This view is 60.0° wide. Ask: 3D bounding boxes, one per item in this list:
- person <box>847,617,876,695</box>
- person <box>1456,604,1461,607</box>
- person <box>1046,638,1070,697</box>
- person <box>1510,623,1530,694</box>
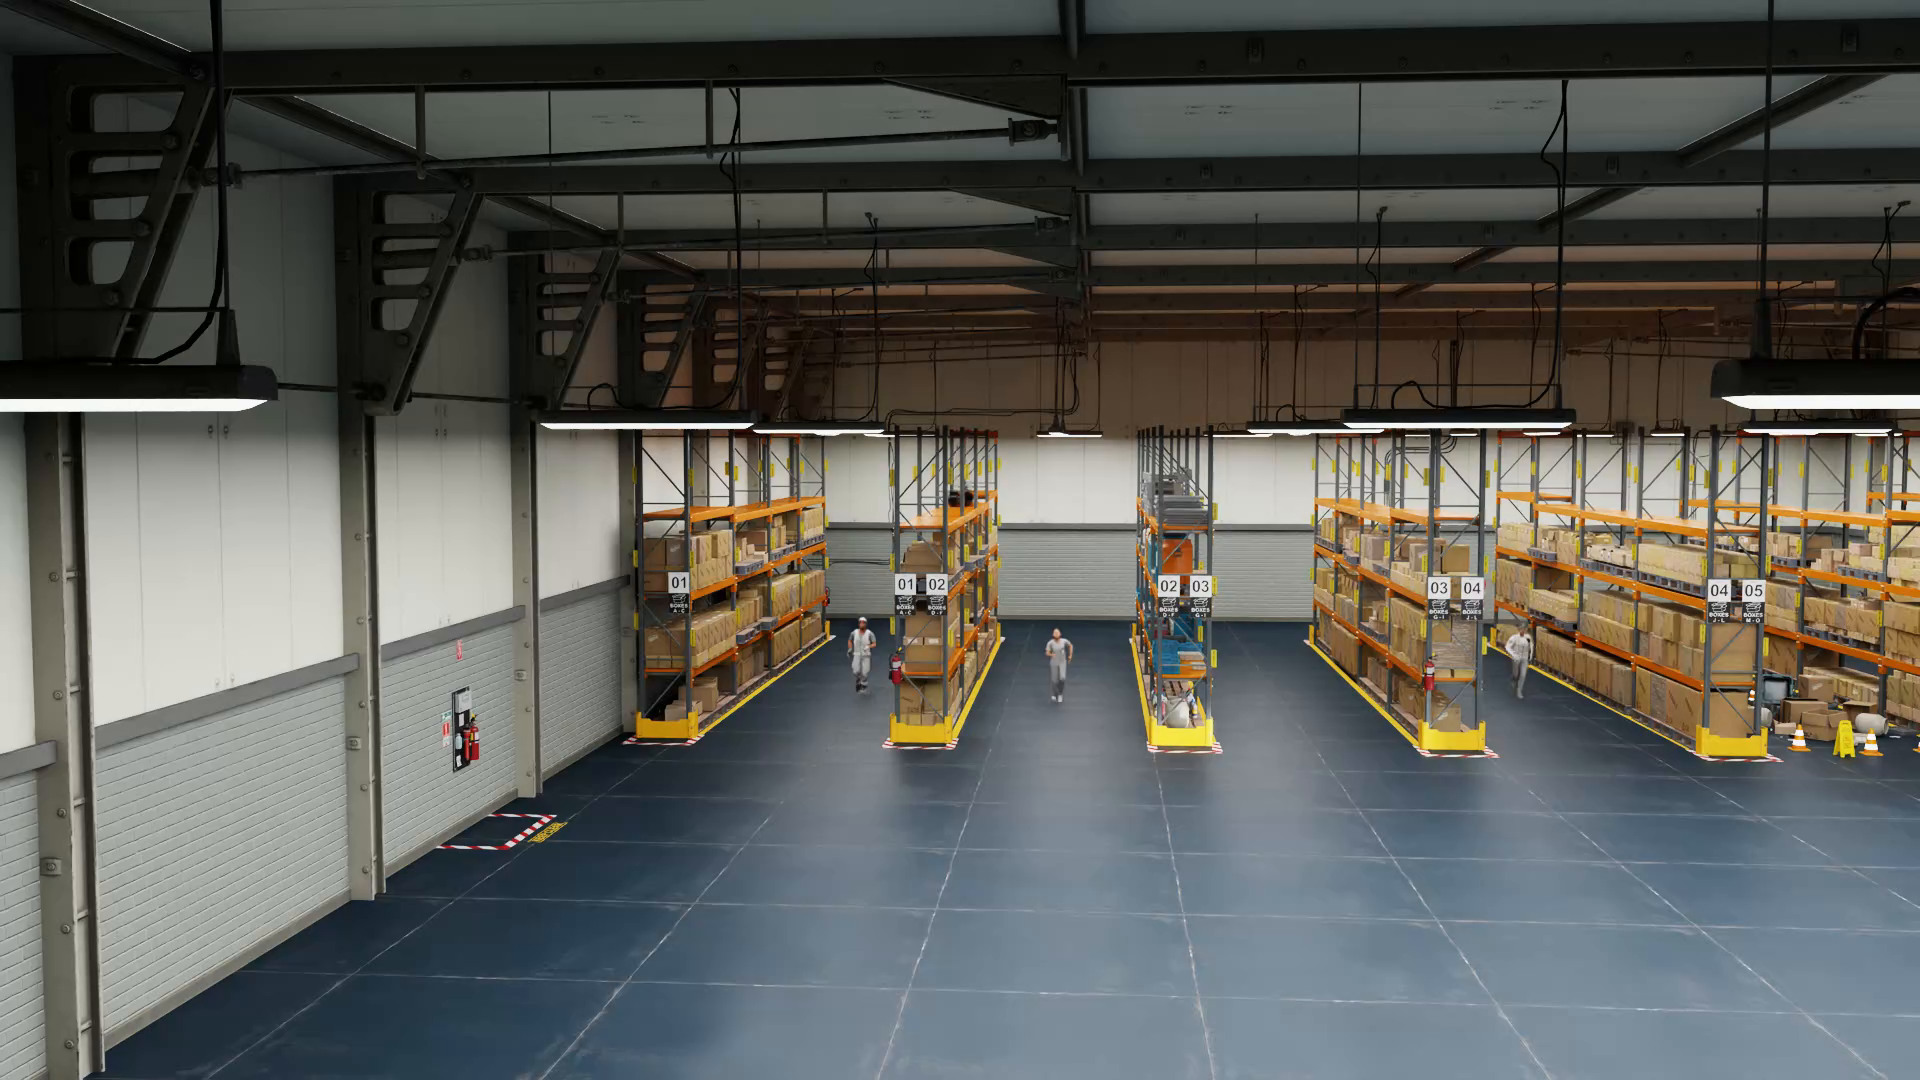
[{"bbox_3d":[-2.190,2.591,36.941,0.657,1.734,0.609,0,3,3],"label":"person"},{"bbox_3d":[14.147,2.150,47.378,0.835,1.468,0.631,0,3,-7],"label":"person"},{"bbox_3d":[2.128,2.789,36.142,0.526,1.306,0.739,0,3,4],"label":"person"},{"bbox_3d":[12.501,2.628,37.185,0.361,1.600,0.656,0,3,2],"label":"person"}]
